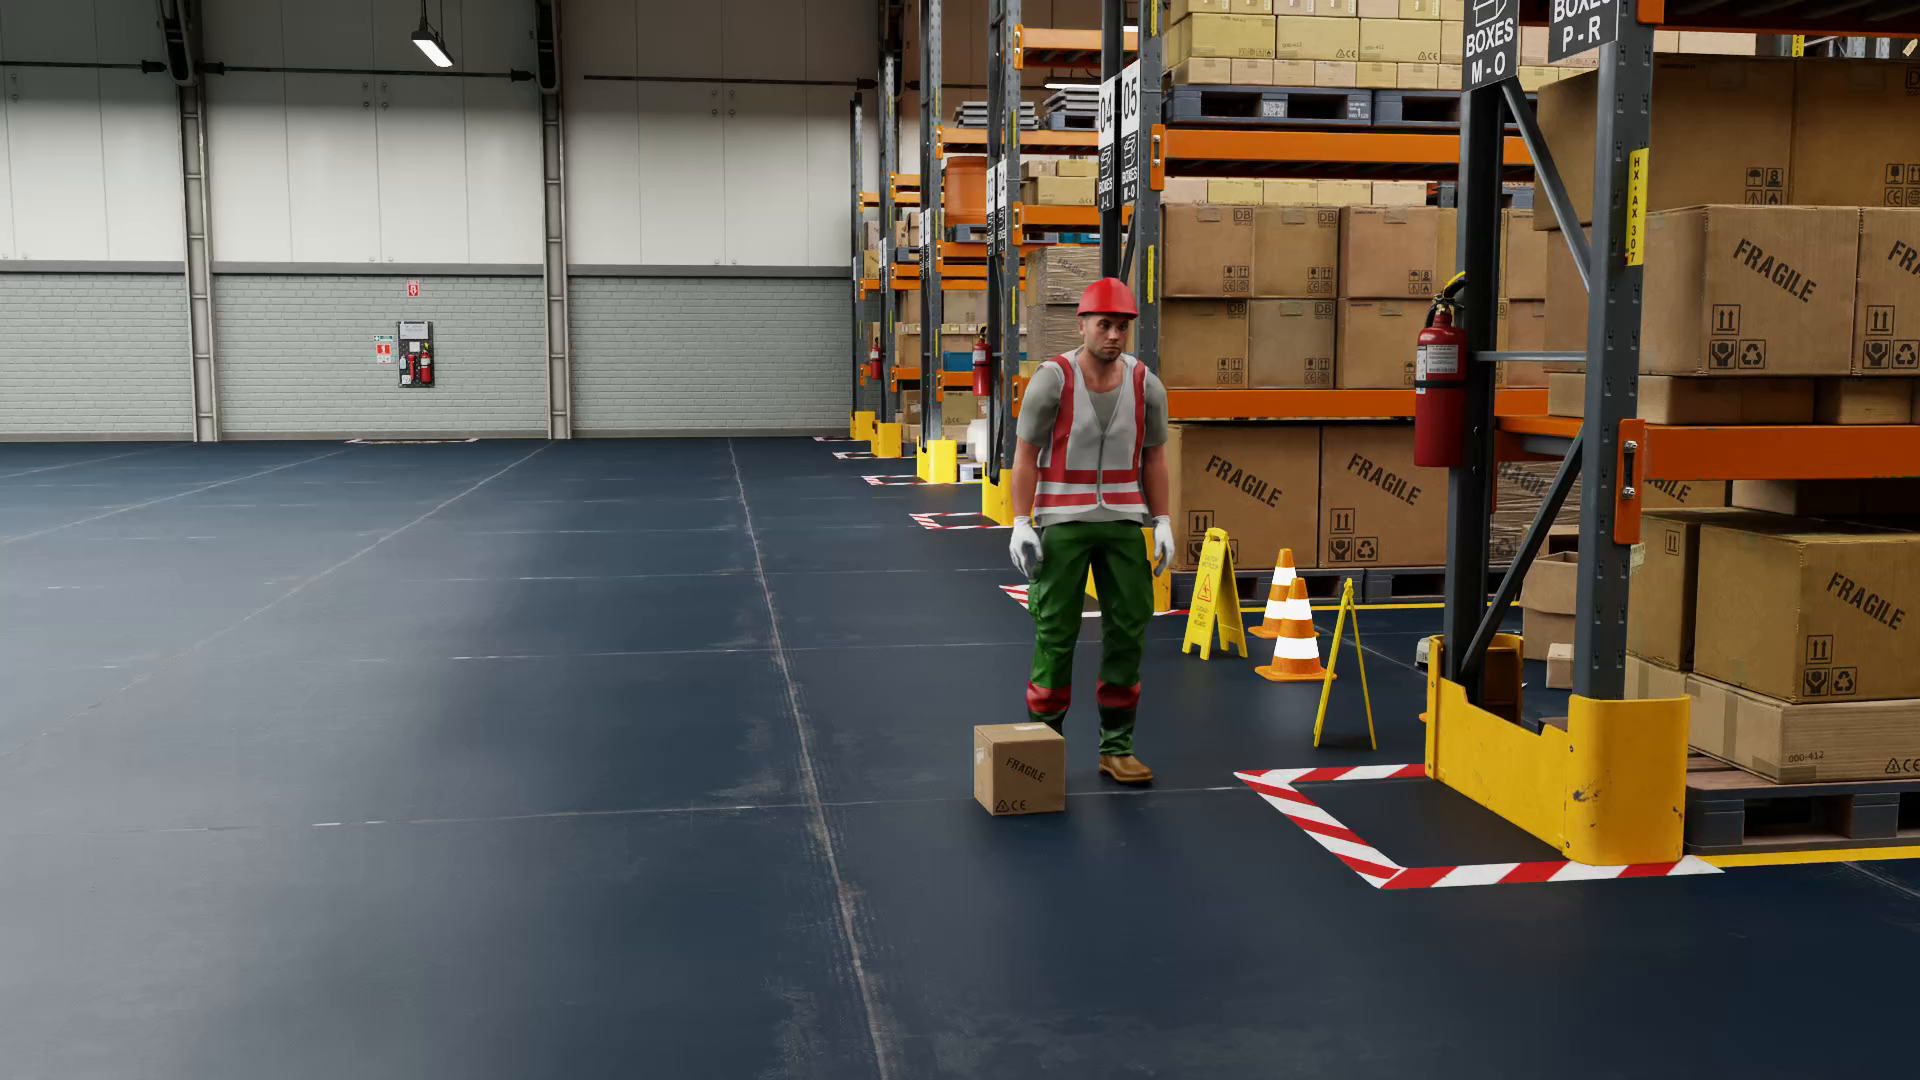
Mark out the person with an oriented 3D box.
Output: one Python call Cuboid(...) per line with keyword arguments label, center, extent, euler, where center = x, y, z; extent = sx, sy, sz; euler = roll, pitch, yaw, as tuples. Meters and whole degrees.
Cuboid(label="person", center=(0.468, -0.025, 5.866), extent=(0.604, 1.778, 0.453), euler=(-1, 7, -12))
